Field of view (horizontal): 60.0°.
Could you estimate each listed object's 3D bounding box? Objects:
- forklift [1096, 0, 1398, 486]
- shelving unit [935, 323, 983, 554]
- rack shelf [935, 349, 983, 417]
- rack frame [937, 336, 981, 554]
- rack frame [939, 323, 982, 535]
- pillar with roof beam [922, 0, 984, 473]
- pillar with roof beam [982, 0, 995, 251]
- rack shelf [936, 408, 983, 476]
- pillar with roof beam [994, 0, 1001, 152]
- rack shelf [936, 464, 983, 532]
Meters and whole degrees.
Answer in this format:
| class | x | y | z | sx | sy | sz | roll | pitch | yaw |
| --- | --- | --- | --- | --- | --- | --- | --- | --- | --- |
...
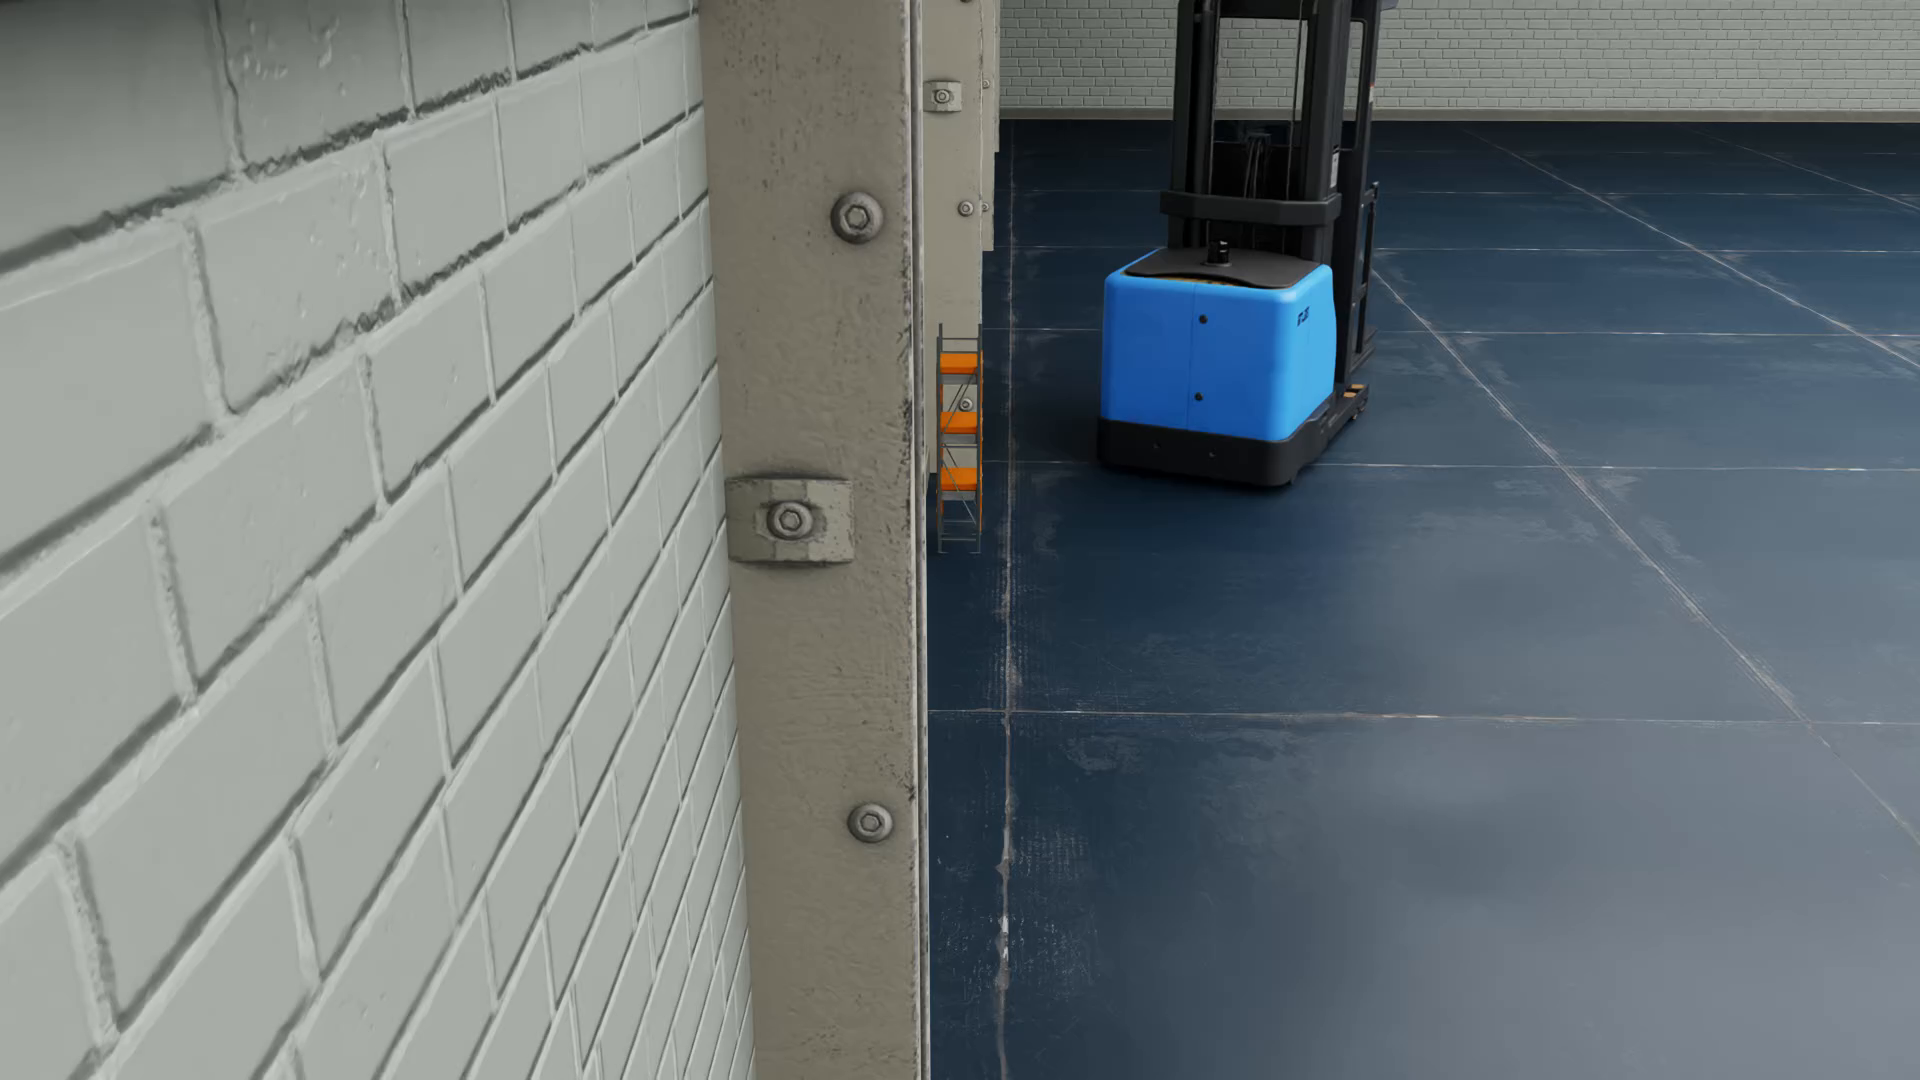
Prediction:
| class | x | y | z | sx | sy | sz | roll | pitch | yaw |
| --- | --- | --- | --- | --- | --- | --- | --- | --- | --- |
| forklift | 1.823 | -2.138 | 9.488 | 1.130 | 2.935 | 3.031 | 10 | 23 | 24 |
| shelving unit | -0.002 | -0.470 | 7.789 | 0.215 | 1.050 | 0.252 | 1 | 21 | 2 |
| rack shelf | -0.002 | -0.725 | 7.690 | 0.215 | 0.259 | 0.240 | 1 | 21 | 2 |
| rack frame | -0.005 | -0.426 | 7.675 | 0.200 | 1.050 | 0.008 | 1 | 21 | 2 |
| rack frame | 0.002 | -0.514 | 7.903 | 0.200 | 1.050 | 0.008 | 1 | 21 | 2 |
| pillar with roof beam | 4.262 | -4.583 | 7.399 | 9.100 | 9.000 | 0.400 | 1 | 21 | 2 |
| pillar with roof beam | 4.444 | -6.752 | 12.991 | 9.100 | 9.000 | 0.400 | 1 | 21 | 2 |
| rack shelf | -0.002 | -0.460 | 7.793 | 0.215 | 0.259 | 0.240 | 1 | 21 | 2 |
| pillar with roof beam | 4.627 | -8.921 | 18.582 | 9.100 | 9.000 | 0.400 | 1 | 21 | 2 |
| rack shelf | -0.002 | -0.201 | 7.894 | 0.215 | 0.259 | 0.240 | 1 | 21 | 2 |
